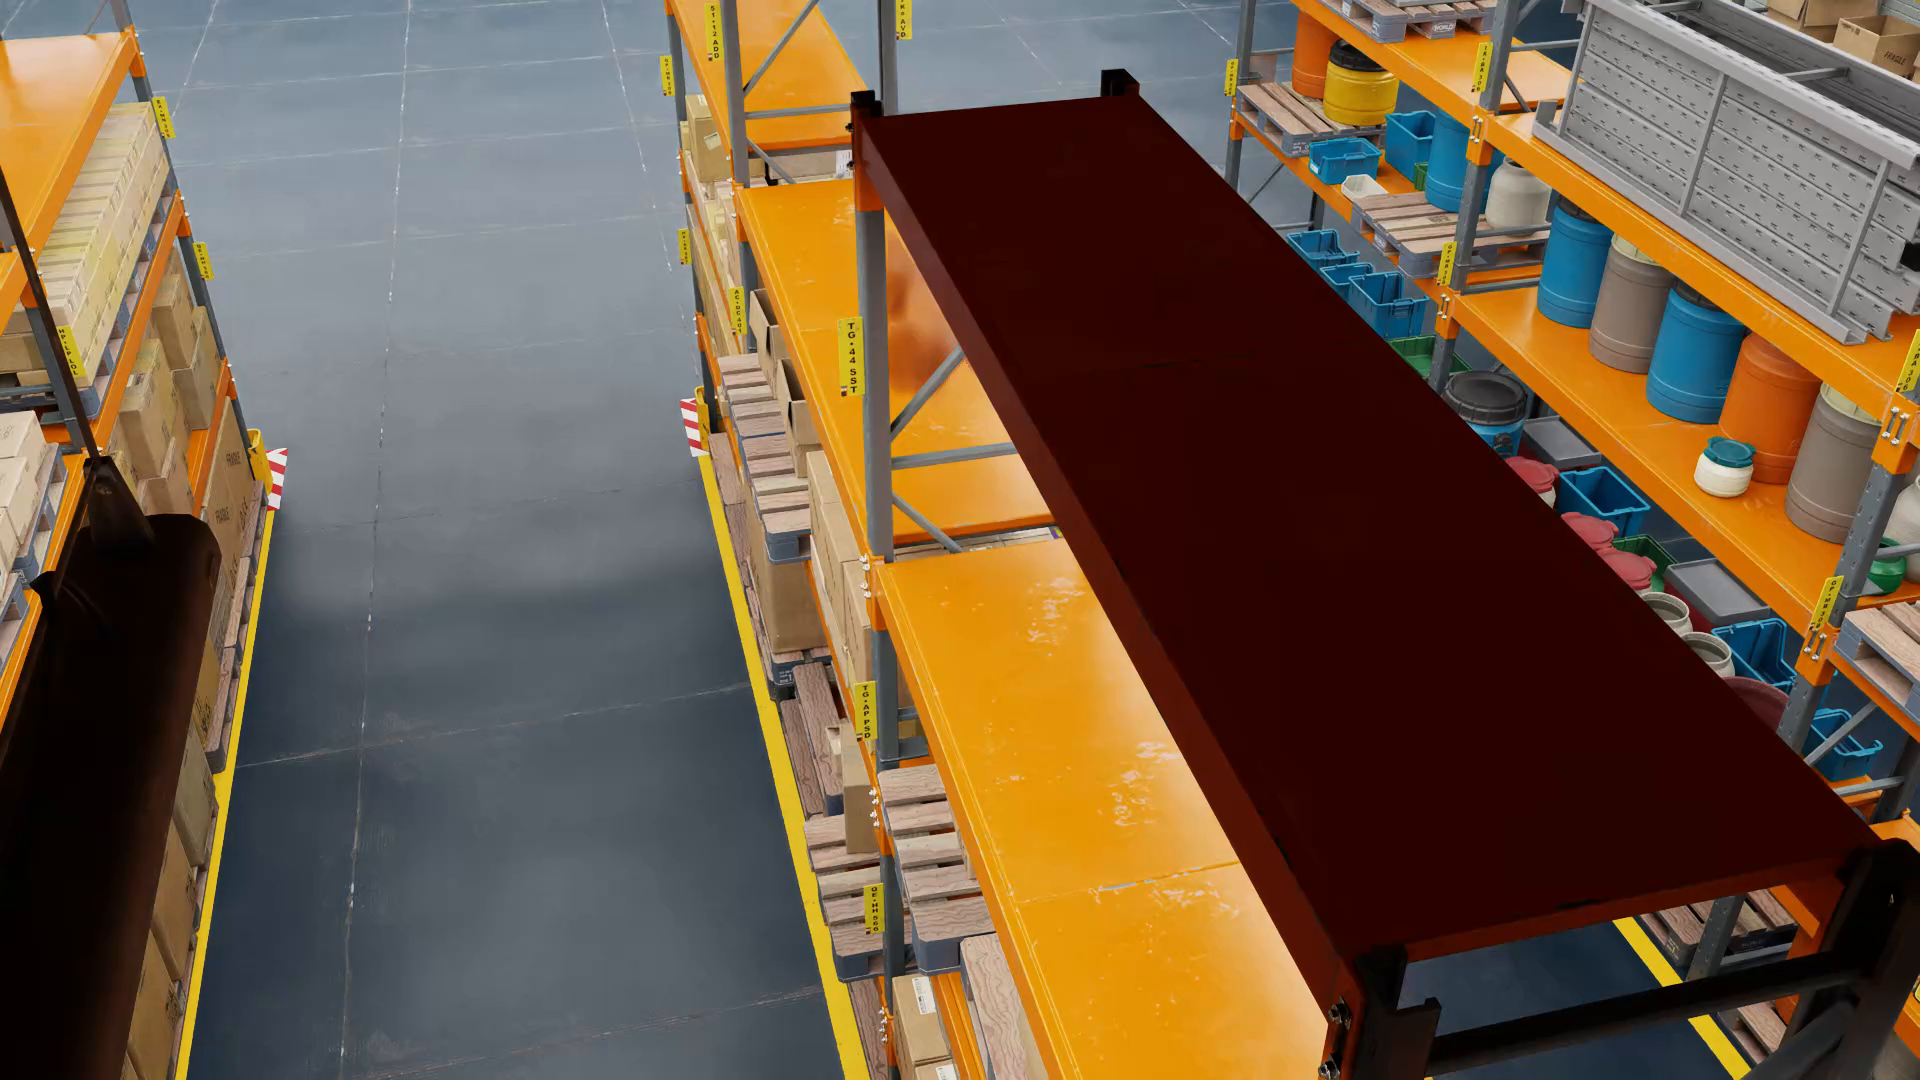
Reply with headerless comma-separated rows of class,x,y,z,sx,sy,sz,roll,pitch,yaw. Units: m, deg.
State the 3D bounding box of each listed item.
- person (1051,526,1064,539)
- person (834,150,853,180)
person,0.819,0.325,11.582,0.701,1.728,0.587,-11,36,-16
person,-1.229,-3.826,18.180,1.065,1.766,0.693,7,35,10
